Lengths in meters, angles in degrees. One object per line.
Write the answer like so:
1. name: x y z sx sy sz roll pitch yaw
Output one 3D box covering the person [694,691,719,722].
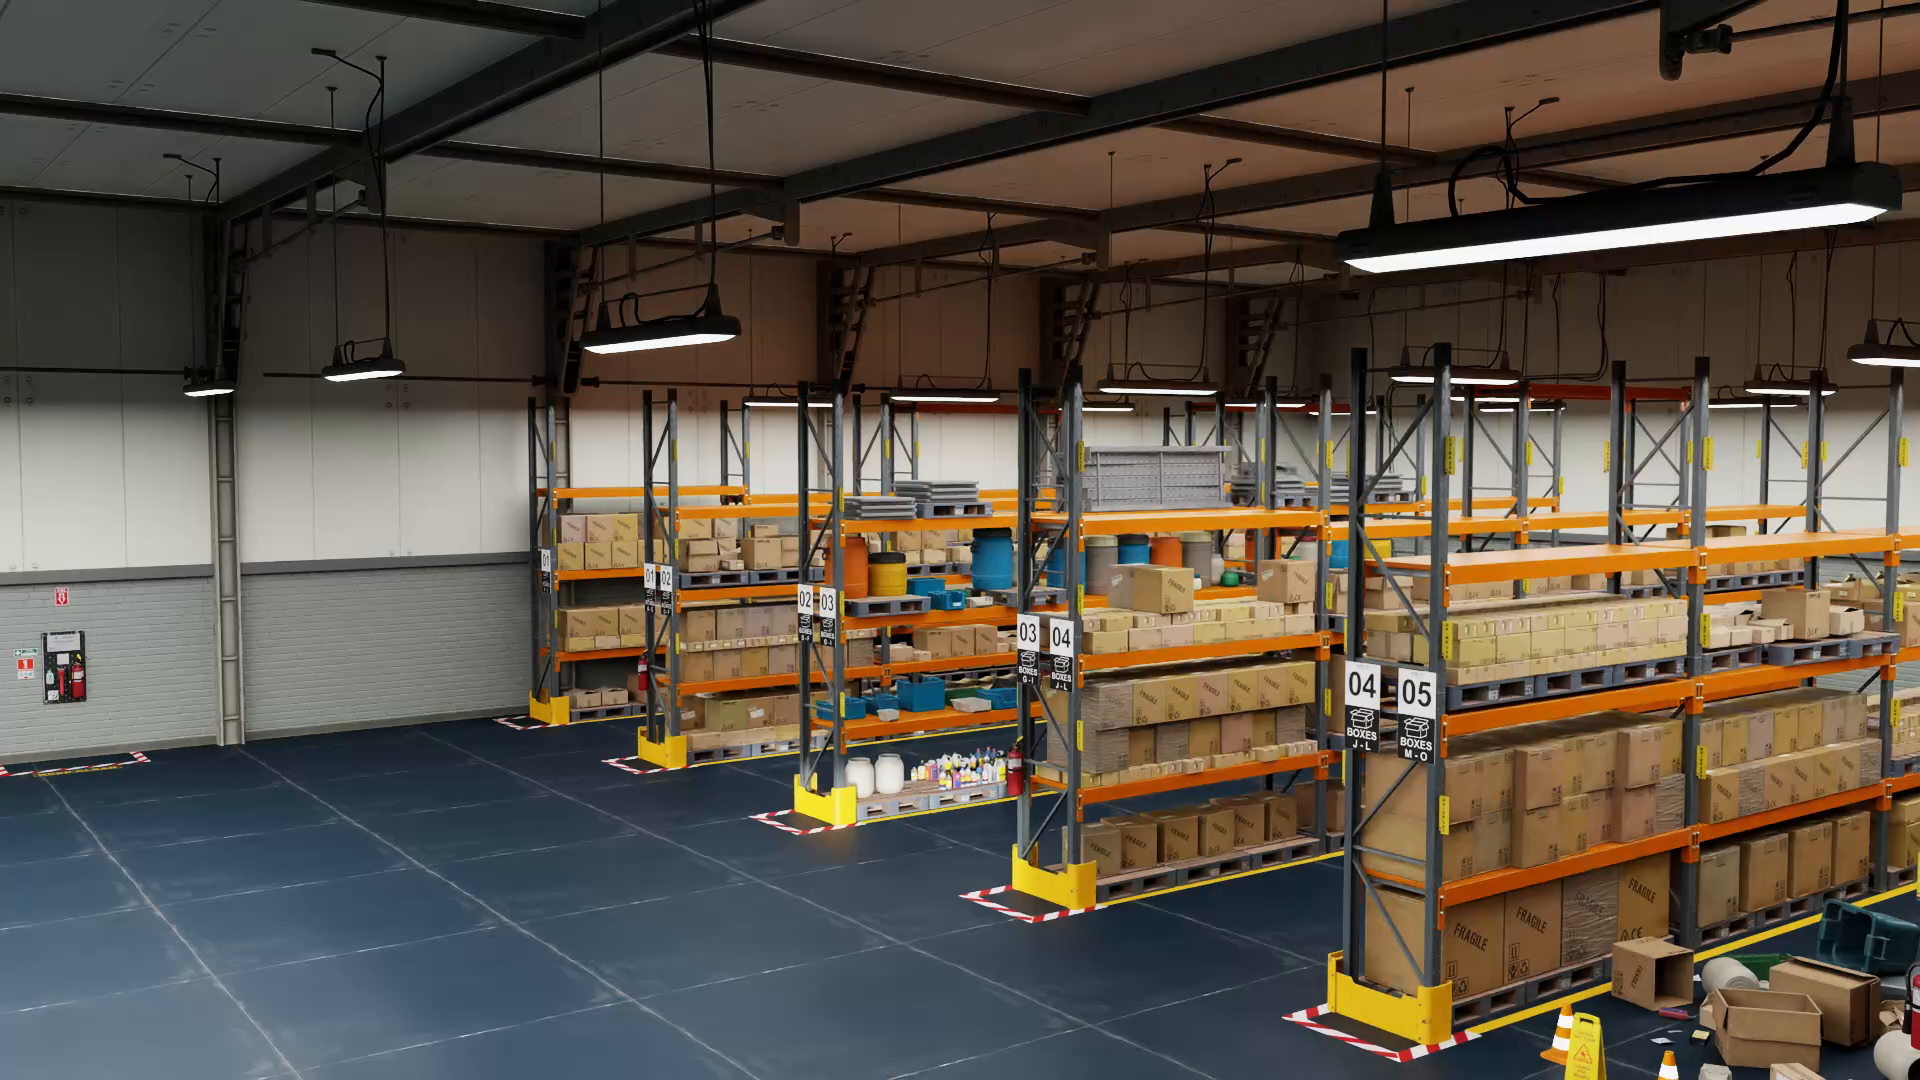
1. person: -4.443 2.545 29.093 0.639 1.784 0.442 -3 5 -43
